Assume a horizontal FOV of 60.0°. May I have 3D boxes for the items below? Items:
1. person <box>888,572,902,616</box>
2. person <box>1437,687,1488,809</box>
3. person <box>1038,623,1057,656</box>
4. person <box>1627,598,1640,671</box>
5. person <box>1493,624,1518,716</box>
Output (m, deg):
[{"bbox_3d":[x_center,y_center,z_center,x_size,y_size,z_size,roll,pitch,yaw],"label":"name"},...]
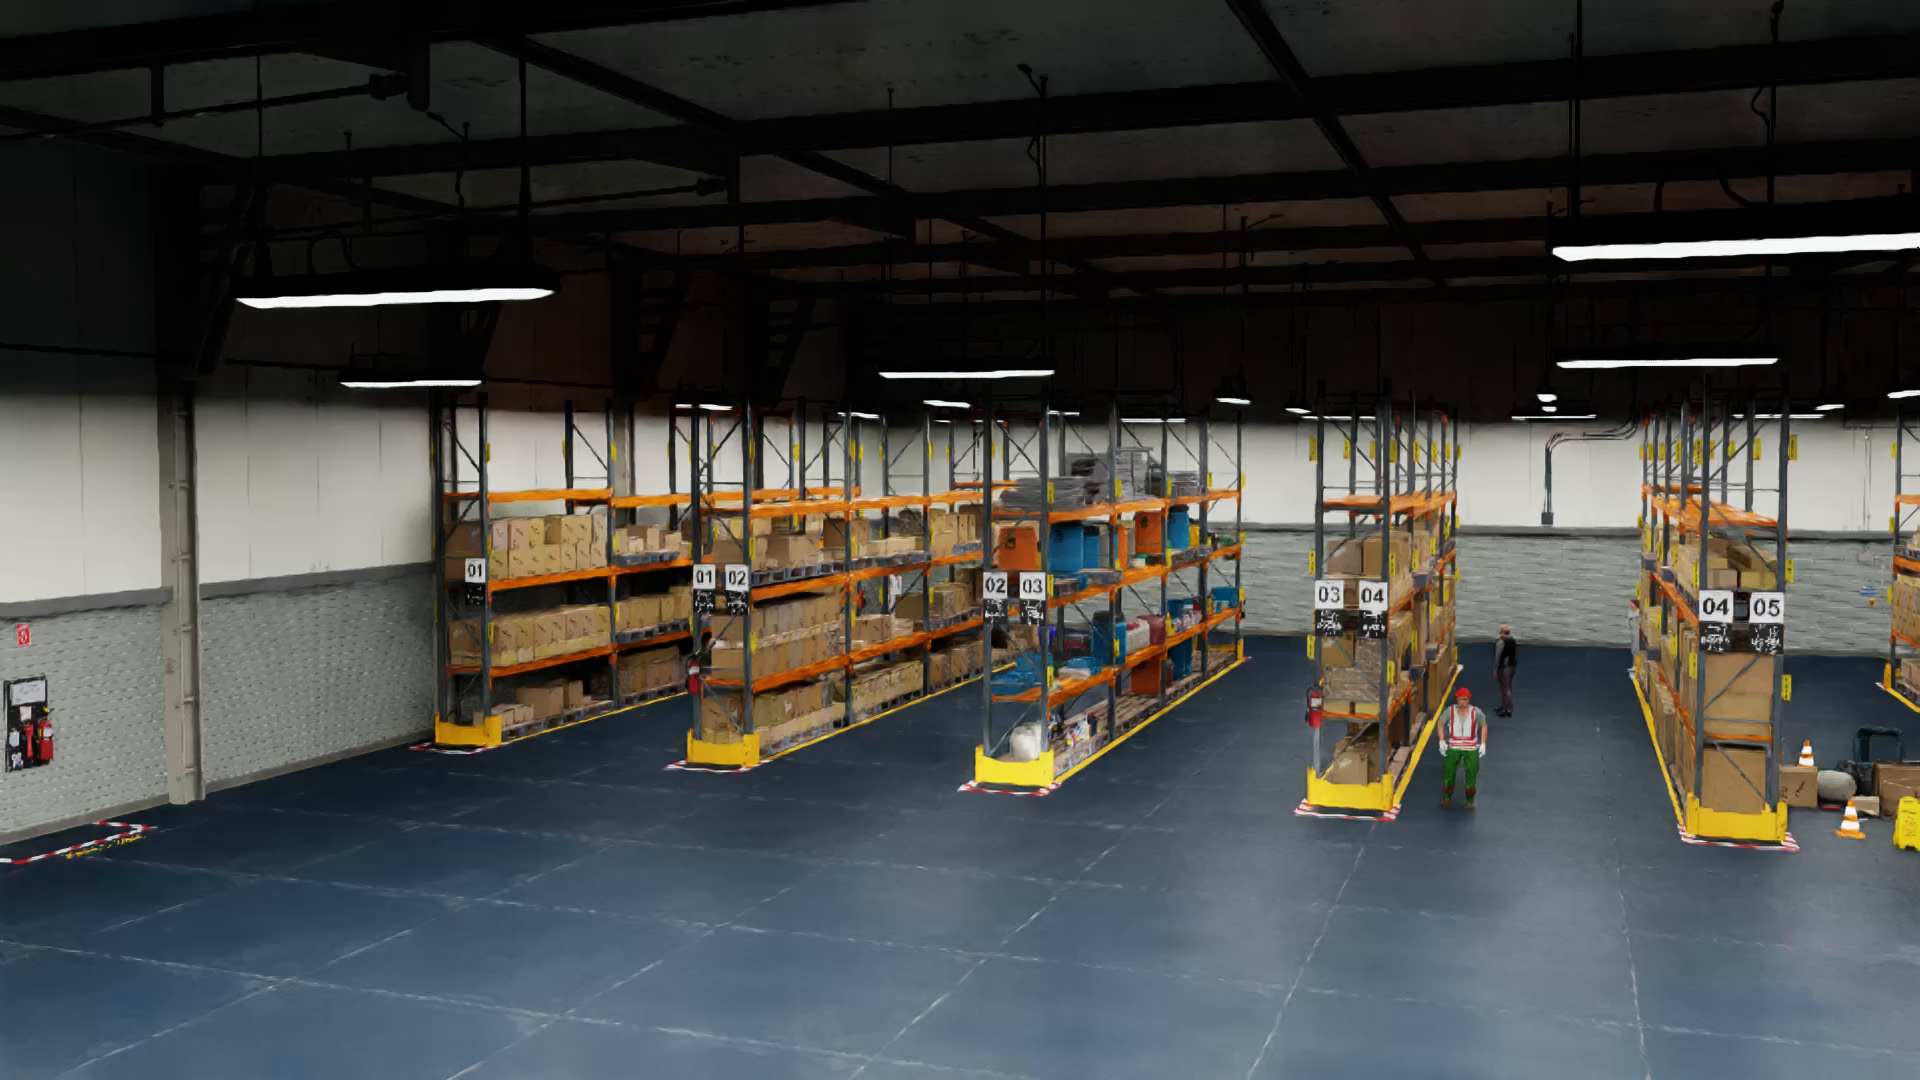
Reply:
[{"bbox_3d":[-1.929,1.590,47.179,0.704,1.780,0.460,-3,4,-40],"label":"person"},{"bbox_3d":[6.998,2.904,23.189,0.677,1.742,0.547,1,3,18],"label":"person"},{"bbox_3d":[1.851,2.328,35.107,0.463,1.596,0.998,1,3,19],"label":"person"},{"bbox_3d":[15.453,2.152,37.872,0.479,1.669,0.485,0,3,-7],"label":"person"},{"bbox_3d":[10.324,2.446,31.564,0.626,1.718,0.576,-2,4,-39],"label":"person"}]
